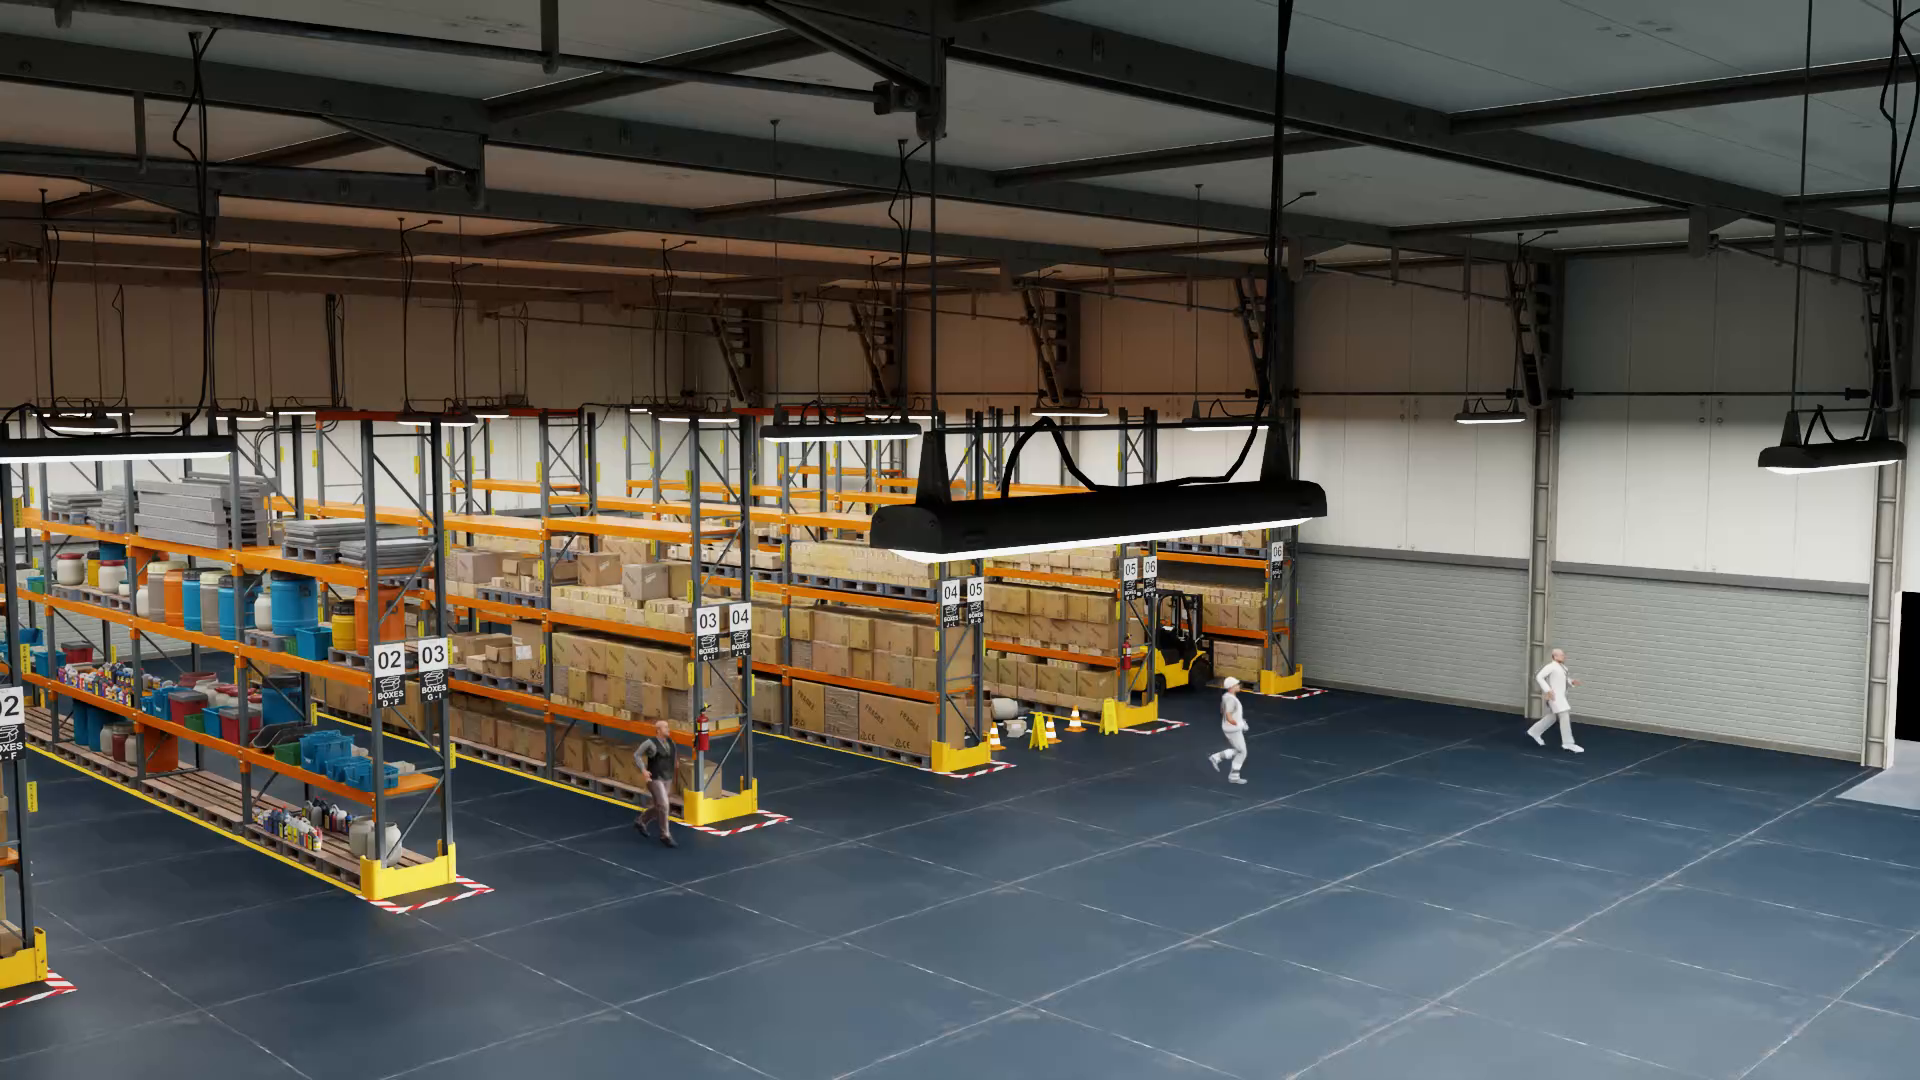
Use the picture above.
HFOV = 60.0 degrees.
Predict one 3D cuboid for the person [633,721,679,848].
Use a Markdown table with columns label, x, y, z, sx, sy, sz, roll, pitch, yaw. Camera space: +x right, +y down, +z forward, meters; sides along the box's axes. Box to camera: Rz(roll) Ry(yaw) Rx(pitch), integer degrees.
| label | x | y | z | sx | sy | sz | roll | pitch | yaw |
| --- | --- | --- | --- | --- | --- | --- | --- | --- | --- |
| person | -4.213 | 3.404 | 23.476 | 0.886 | 1.711 | 0.683 | 3 | 6 | 31 |

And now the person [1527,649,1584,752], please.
| label | x | y | z | sx | sy | sz | roll | pitch | yaw |
| --- | --- | --- | --- | --- | --- | --- | --- | --- | --- |
| person | 10.561 | 2.806 | 29.435 | 1.033 | 1.776 | 0.708 | 4 | 6 | 36 |

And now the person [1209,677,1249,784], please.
| label | x | y | z | sx | sy | sz | roll | pitch | yaw |
| --- | --- | --- | --- | --- | --- | --- | --- | --- | --- |
| person | 4.356 | 3.084 | 26.942 | 0.615 | 1.745 | 0.656 | 0 | 5 | 1 |
